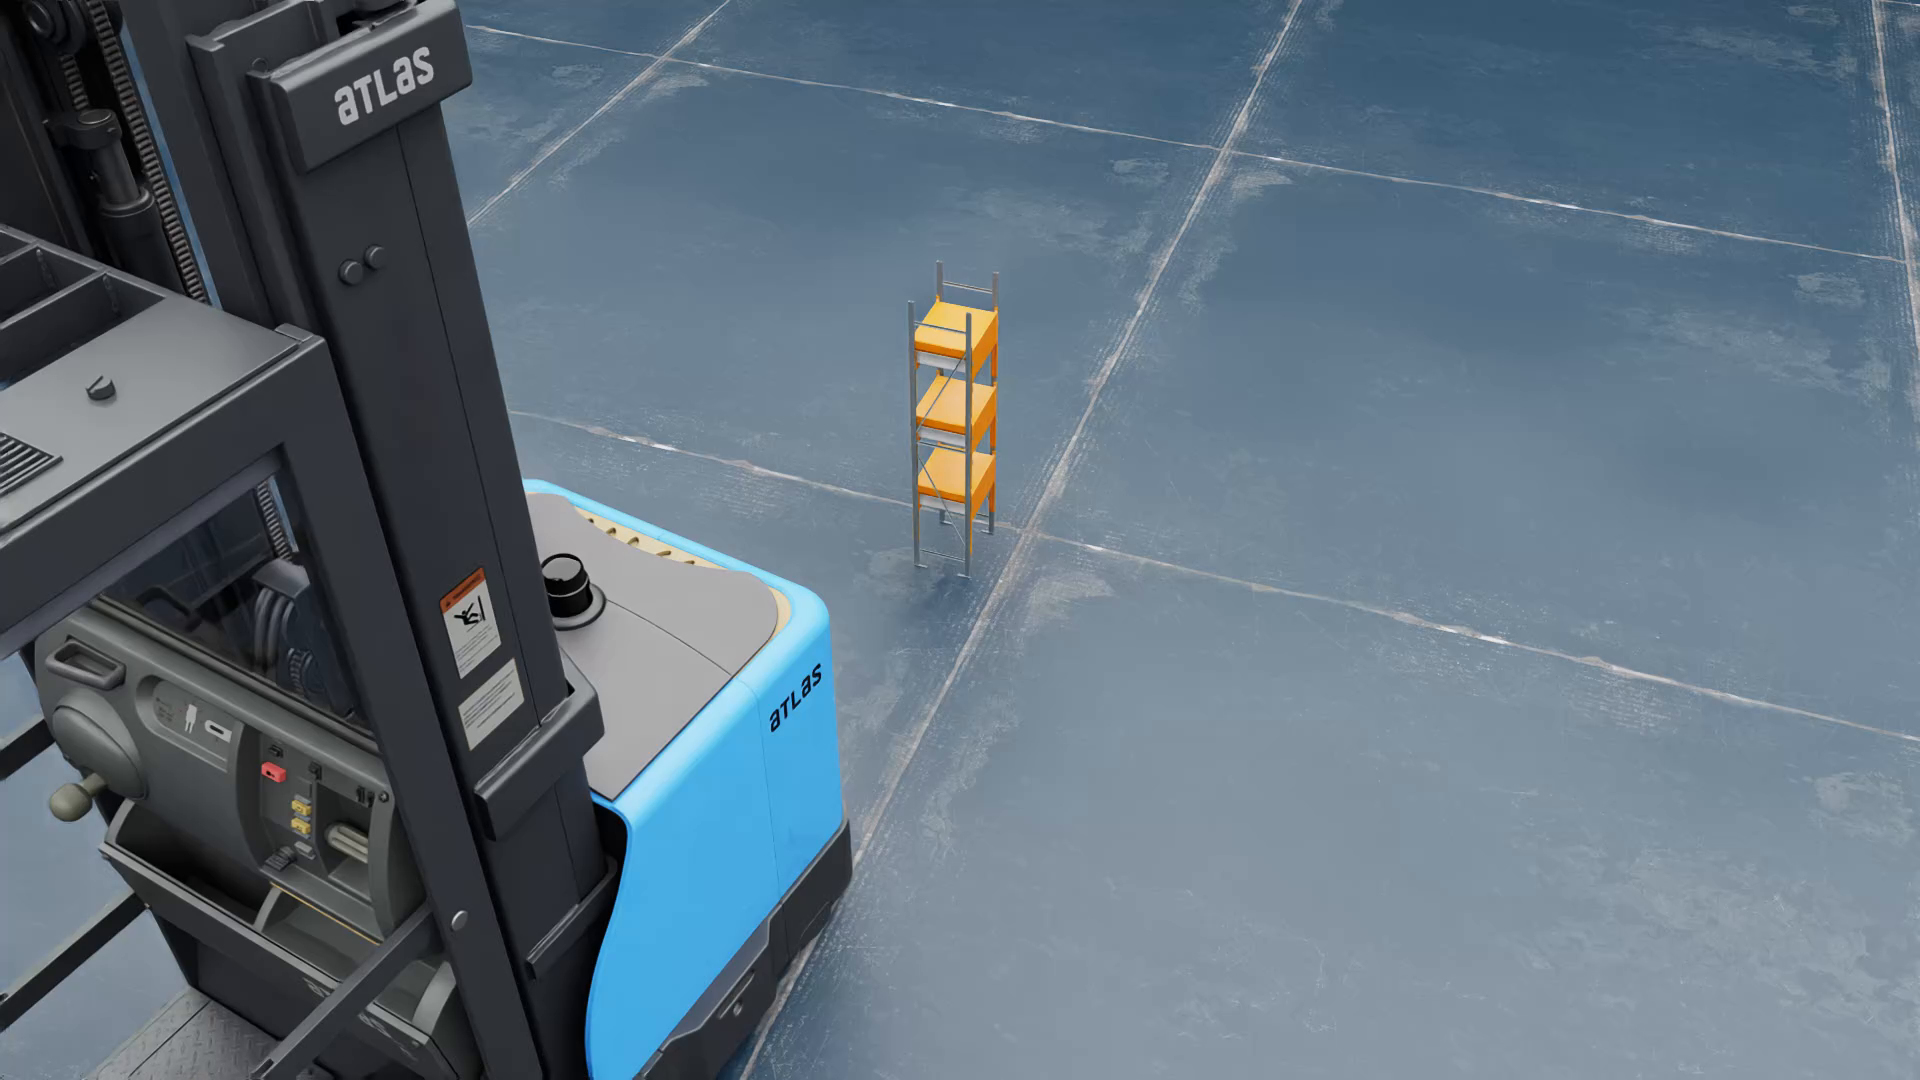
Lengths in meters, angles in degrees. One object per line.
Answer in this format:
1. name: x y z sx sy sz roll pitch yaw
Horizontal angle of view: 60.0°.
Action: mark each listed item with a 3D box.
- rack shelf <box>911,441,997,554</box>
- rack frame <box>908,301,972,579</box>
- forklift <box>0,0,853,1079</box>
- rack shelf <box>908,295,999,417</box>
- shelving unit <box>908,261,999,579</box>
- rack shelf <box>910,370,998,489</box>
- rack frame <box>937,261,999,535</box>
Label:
1. rack shelf: -0.018 -0.147 5.558 0.215 0.259 0.240 13 42 15
2. rack frame: -0.060 -0.292 5.284 0.200 1.050 0.008 13 42 15
3. forklift: -1.474 0.504 2.901 1.130 2.935 3.031 21 45 23
4. rack shelf: -0.018 -0.575 5.194 0.215 0.259 0.240 13 42 15
5. shelving unit: -0.018 -0.367 5.371 0.215 1.050 0.252 13 42 15
6. rack shelf: -0.018 -0.359 5.378 0.215 0.259 0.240 13 42 15
7. rack frame: 0.023 -0.441 5.458 0.200 1.050 0.008 13 42 15
